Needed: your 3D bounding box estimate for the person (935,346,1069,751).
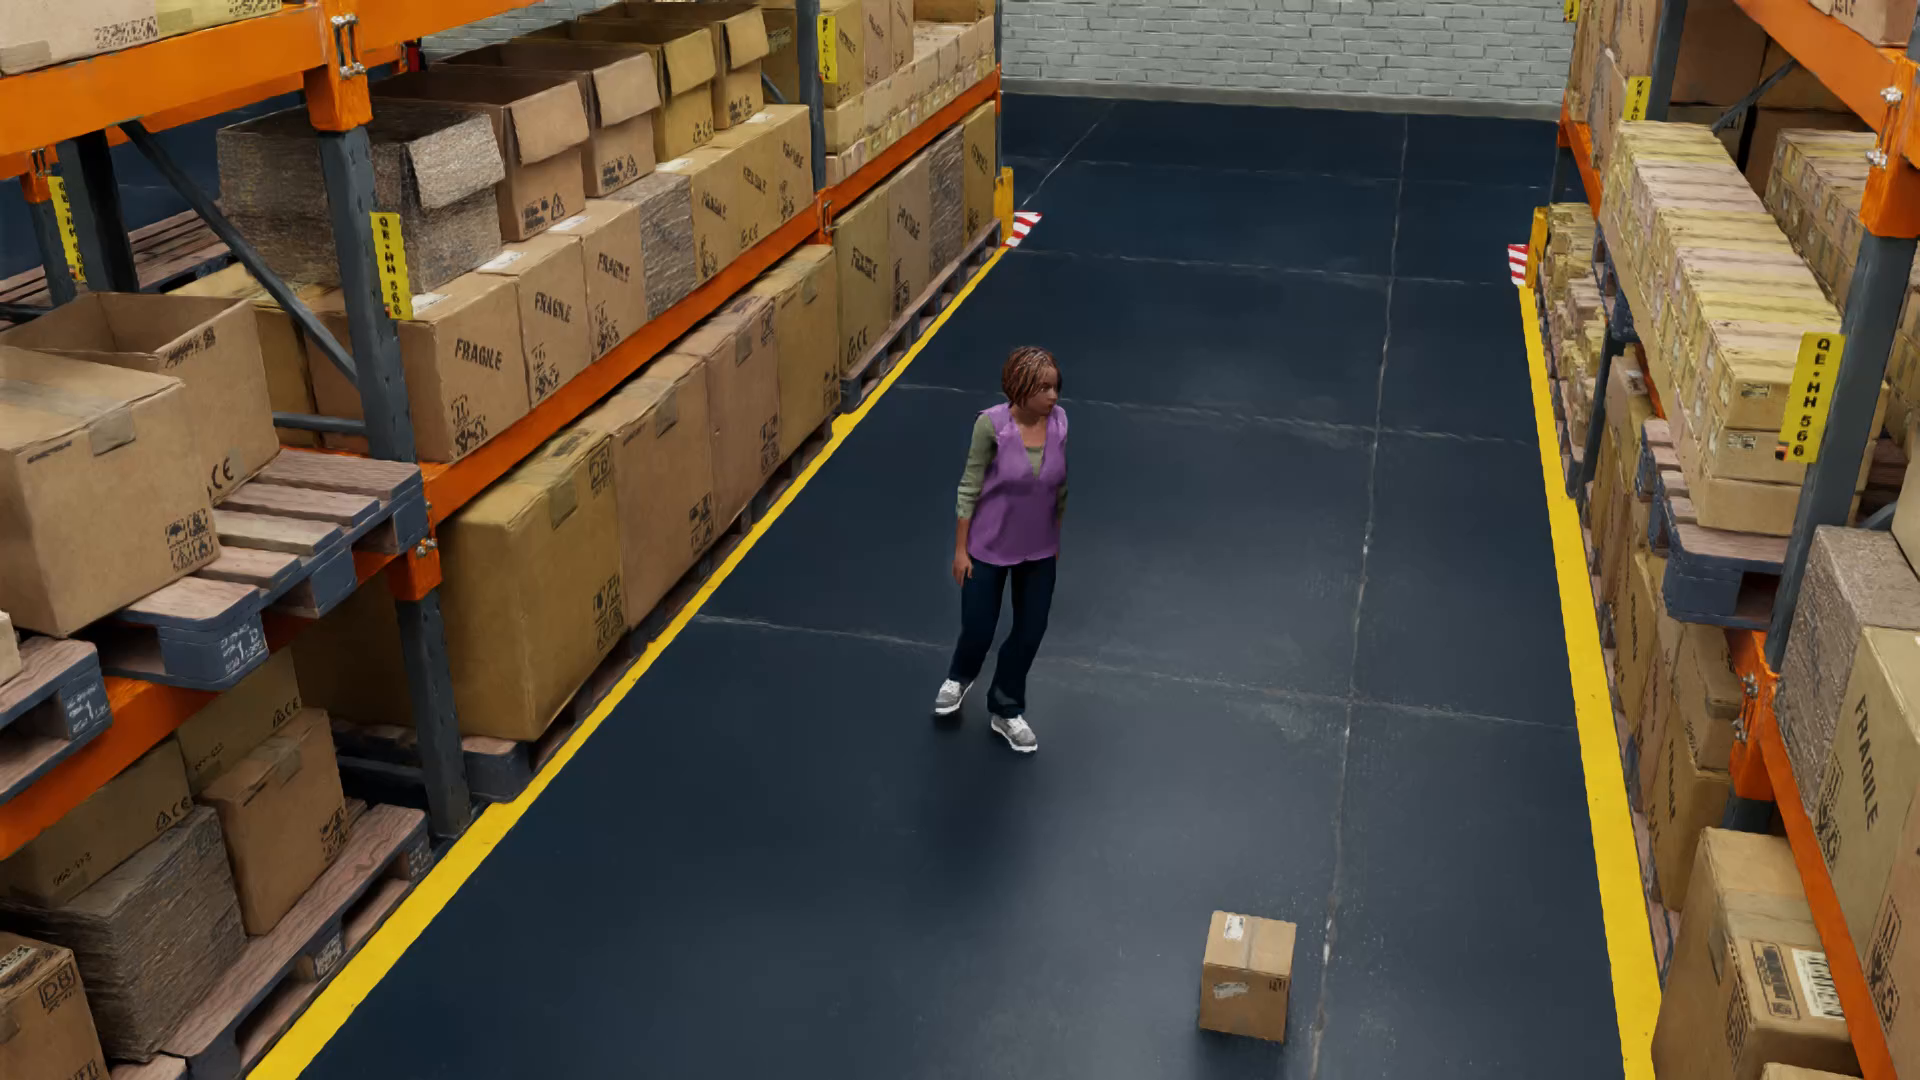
[{"bbox_3d":[0.154,0.011,6.099,0.471,1.587,0.499,-10,27,-19],"label":"person"}]
